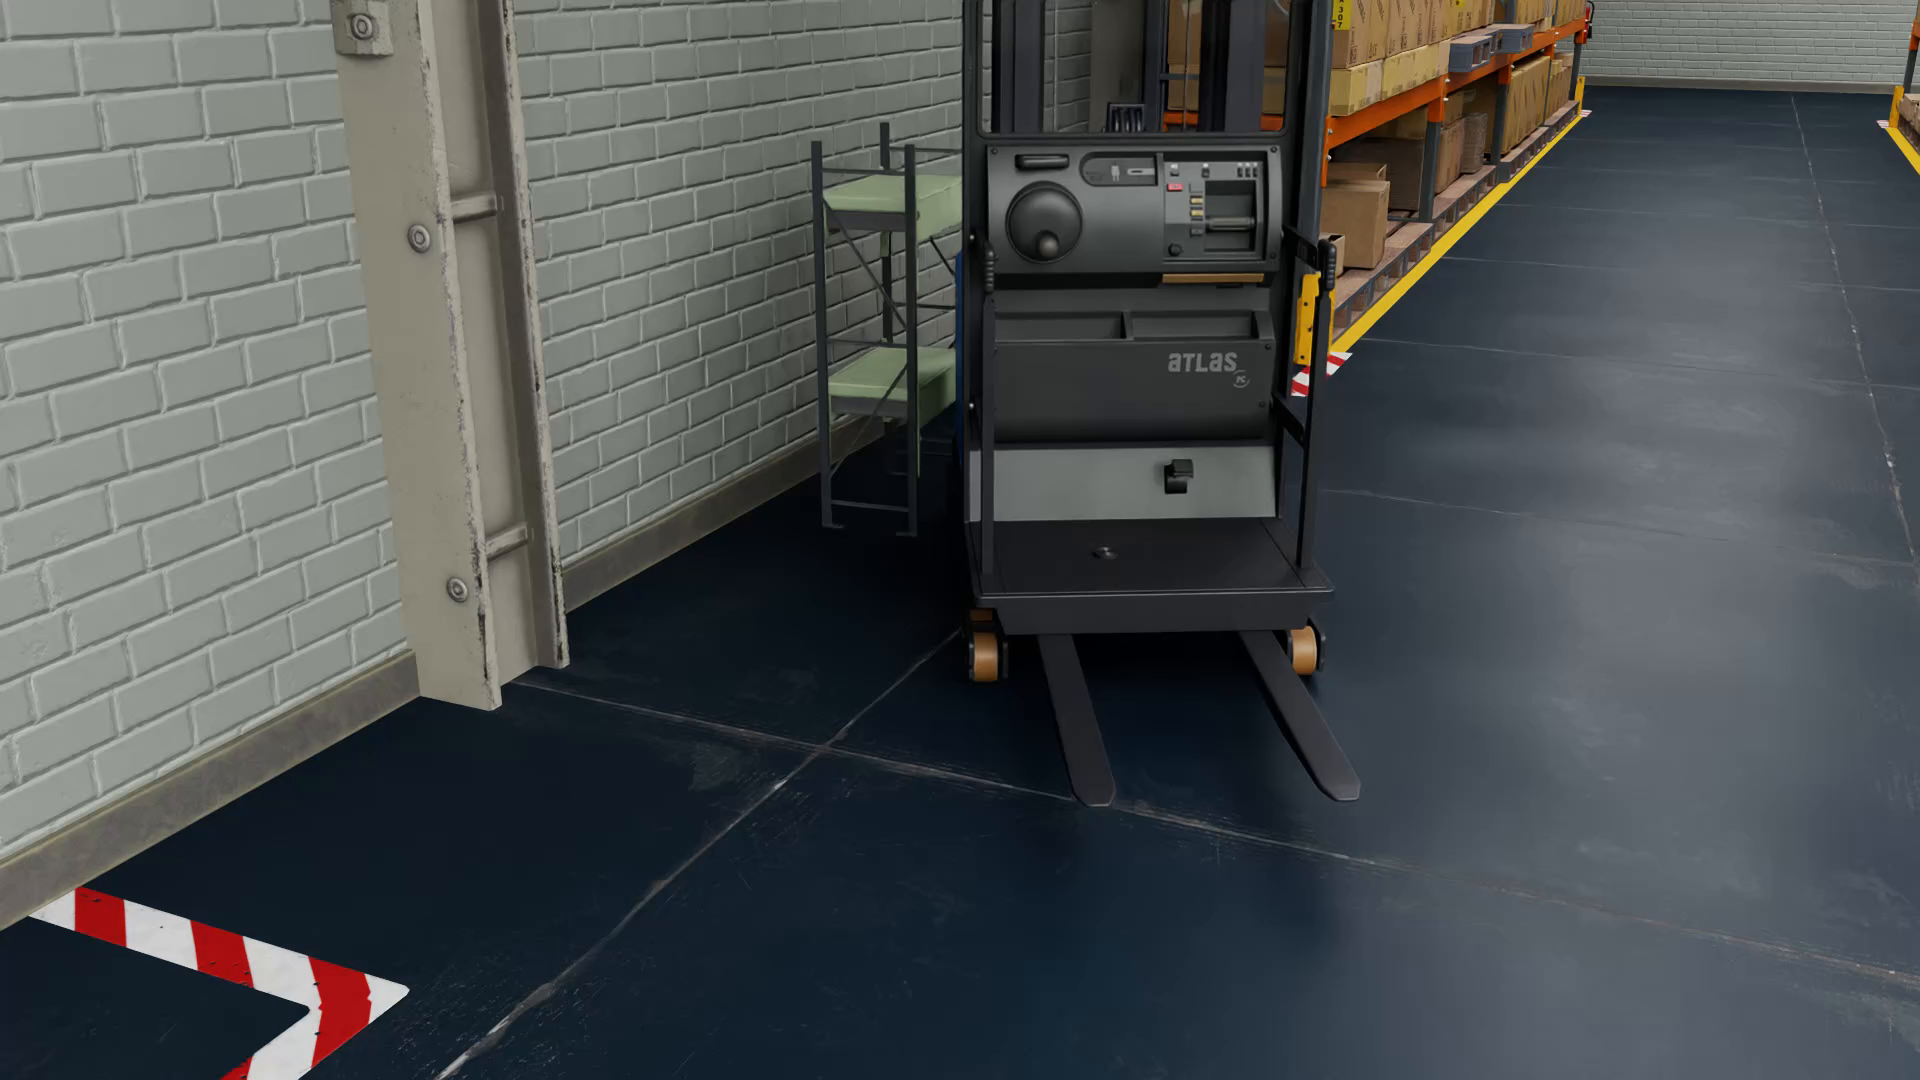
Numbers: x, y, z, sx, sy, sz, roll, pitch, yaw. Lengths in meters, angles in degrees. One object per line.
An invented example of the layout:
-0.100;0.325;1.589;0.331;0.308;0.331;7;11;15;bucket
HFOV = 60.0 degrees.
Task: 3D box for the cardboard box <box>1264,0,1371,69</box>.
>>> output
1.955;-2.877;9.157;0.500;0.500;0.500;9;21;23;cardboard box

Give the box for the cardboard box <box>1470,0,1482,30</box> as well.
4.088;-4.651;14.265;0.700;0.500;0.500;9;21;23;cardboard box

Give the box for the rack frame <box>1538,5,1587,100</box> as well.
8.038;-7.371;22.720;1.000;3.000;0.127;9;21;23;rack frame

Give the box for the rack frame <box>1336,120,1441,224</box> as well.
3.124;-3.703;12.405;1.000;3.000;0.127;9;21;23;rack frame

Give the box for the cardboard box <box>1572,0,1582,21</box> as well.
7.550;-7.132;21.597;0.980;0.700;0.700;8;21;22;cardboard box

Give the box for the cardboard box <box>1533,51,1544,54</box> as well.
7.711;-6.535;22.504;0.380;0.149;0.250;9;21;23;cardboard box

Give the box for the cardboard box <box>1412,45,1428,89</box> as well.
2.803;-3.148;11.039;0.500;0.250;0.500;8;21;22;cardboard box

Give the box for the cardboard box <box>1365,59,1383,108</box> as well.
2.175;-2.685;9.737;0.500;0.250;0.500;8;21;21;cardboard box

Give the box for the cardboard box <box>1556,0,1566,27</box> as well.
6.637;-6.454;19.691;0.980;0.700;0.700;9;21;24;cardboard box

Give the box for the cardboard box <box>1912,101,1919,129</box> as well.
11.202;-4.853;18.994;0.500;0.311;0.500;9;21;23;cardboard box

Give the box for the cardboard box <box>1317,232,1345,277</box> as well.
2.084;-1.794;10.393;0.500;0.311;0.500;11;22;27;cardboard box

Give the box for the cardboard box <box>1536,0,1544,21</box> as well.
5.827;-5.706;17.415;0.500;0.500;0.500;9;22;24;cardboard box

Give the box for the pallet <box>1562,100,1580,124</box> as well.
7.781;-5.802;22.469;1.003;0.211;1.213;9;21;23;pallet

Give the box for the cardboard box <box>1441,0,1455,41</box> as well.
3.212;-3.808;11.775;0.500;0.500;0.500;8;21;23;cardboard box

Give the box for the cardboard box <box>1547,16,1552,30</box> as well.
6.438;-5.817;18.694;0.380;0.149;0.250;9;21;24;cardboard box

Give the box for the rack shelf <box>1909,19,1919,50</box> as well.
11.739;-5.742;19.213;1.077;0.370;4.000;9;21;23;rack shelf

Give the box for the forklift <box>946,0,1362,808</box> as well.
0.561;-1.043;5.027;1.130;2.935;3.031;-1;20;-3;forklift

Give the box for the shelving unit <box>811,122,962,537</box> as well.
-0.244;-0.860;6.650;0.431;1.500;0.755;6;20;17;shelving unit

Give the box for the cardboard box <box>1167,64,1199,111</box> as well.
1.500;-2.589;9.465;0.500;0.250;0.500;9;21;23;cardboard box

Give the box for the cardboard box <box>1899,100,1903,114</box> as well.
11.971;-5.408;20.770;0.380;0.166;0.250;9;21;23;cardboard box

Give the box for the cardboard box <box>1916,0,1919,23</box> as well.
12.136;-6.640;20.515;0.500;0.500;0.500;9;21;24;cardboard box

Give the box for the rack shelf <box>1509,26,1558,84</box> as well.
5.581;-5.198;17.683;1.077;0.370;4.000;9;21;23;rack shelf

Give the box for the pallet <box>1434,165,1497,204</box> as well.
4.440;-3.373;15.639;1.003;0.211;1.213;9;21;23;pallet

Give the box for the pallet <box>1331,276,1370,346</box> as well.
1.882;-1.433;10.184;1.003;0.211;1.213;9;21;23;pallet

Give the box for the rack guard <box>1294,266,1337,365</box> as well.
1.517;-1.326;9.451;1.175;0.500;0.348;9;21;23;rack guard

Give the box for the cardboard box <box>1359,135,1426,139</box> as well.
3.576;-3.125;13.852;0.700;0.500;0.500;8;21;22;cardboard box

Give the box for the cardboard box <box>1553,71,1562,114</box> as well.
7.220;-5.693;21.104;0.700;0.500;0.500;9;22;24;cardboard box

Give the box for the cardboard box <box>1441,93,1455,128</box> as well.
4.018;-3.758;14.514;0.500;0.250;0.500;8;21;22;cardboard box

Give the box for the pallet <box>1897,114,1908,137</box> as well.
12.202;-5.112;20.528;1.003;0.211;1.213;9;21;23;pallet

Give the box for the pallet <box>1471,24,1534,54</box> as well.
4.567;-4.603;15.221;1.213;0.211;1.003;9;21;23;pallet

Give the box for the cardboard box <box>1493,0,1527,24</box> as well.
5.194;-5.236;16.092;0.500;0.500;0.500;9;22;24;cardboard box

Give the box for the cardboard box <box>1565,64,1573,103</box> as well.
7.842;-6.164;22.428;0.700;0.500;0.500;9;21;23;cardboard box

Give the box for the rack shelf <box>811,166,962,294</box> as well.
-0.244;-1.228;6.519;0.431;0.370;0.720;6;20;17;rack shelf

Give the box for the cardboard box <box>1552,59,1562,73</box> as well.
7.320;-5.928;20.797;0.380;0.149;0.250;8;21;21;cardboard box

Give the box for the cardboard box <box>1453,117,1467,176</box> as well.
4.197;-3.587;15.151;0.700;0.500;0.500;9;21;23;cardboard box

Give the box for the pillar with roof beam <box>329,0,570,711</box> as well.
2.454;-3.215;2.078;9.100;9.000;0.400;9;21;23;pillar with roof beam

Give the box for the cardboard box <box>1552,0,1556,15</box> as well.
6.440;-6.170;18.717;0.500;0.500;0.500;8;21;22;cardboard box

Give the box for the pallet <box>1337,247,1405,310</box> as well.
2.383;-1.805;11.229;1.003;0.211;1.213;9;21;23;pallet

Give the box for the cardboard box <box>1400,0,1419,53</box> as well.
2.585;-3.343;10.468;0.500;0.500;0.500;9;22;24;cardboard box

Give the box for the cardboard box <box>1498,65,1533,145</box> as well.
5.547;-4.585;17.465;0.750;0.750;0.750;8;21;22;cardboard box

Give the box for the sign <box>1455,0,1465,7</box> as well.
3.622;-4.039;12.057;0.100;0.325;0.005;9;21;23;sign

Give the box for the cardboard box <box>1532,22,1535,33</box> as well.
5.959;-5.515;17.845;0.380;0.149;0.250;8;21;21;cardboard box
